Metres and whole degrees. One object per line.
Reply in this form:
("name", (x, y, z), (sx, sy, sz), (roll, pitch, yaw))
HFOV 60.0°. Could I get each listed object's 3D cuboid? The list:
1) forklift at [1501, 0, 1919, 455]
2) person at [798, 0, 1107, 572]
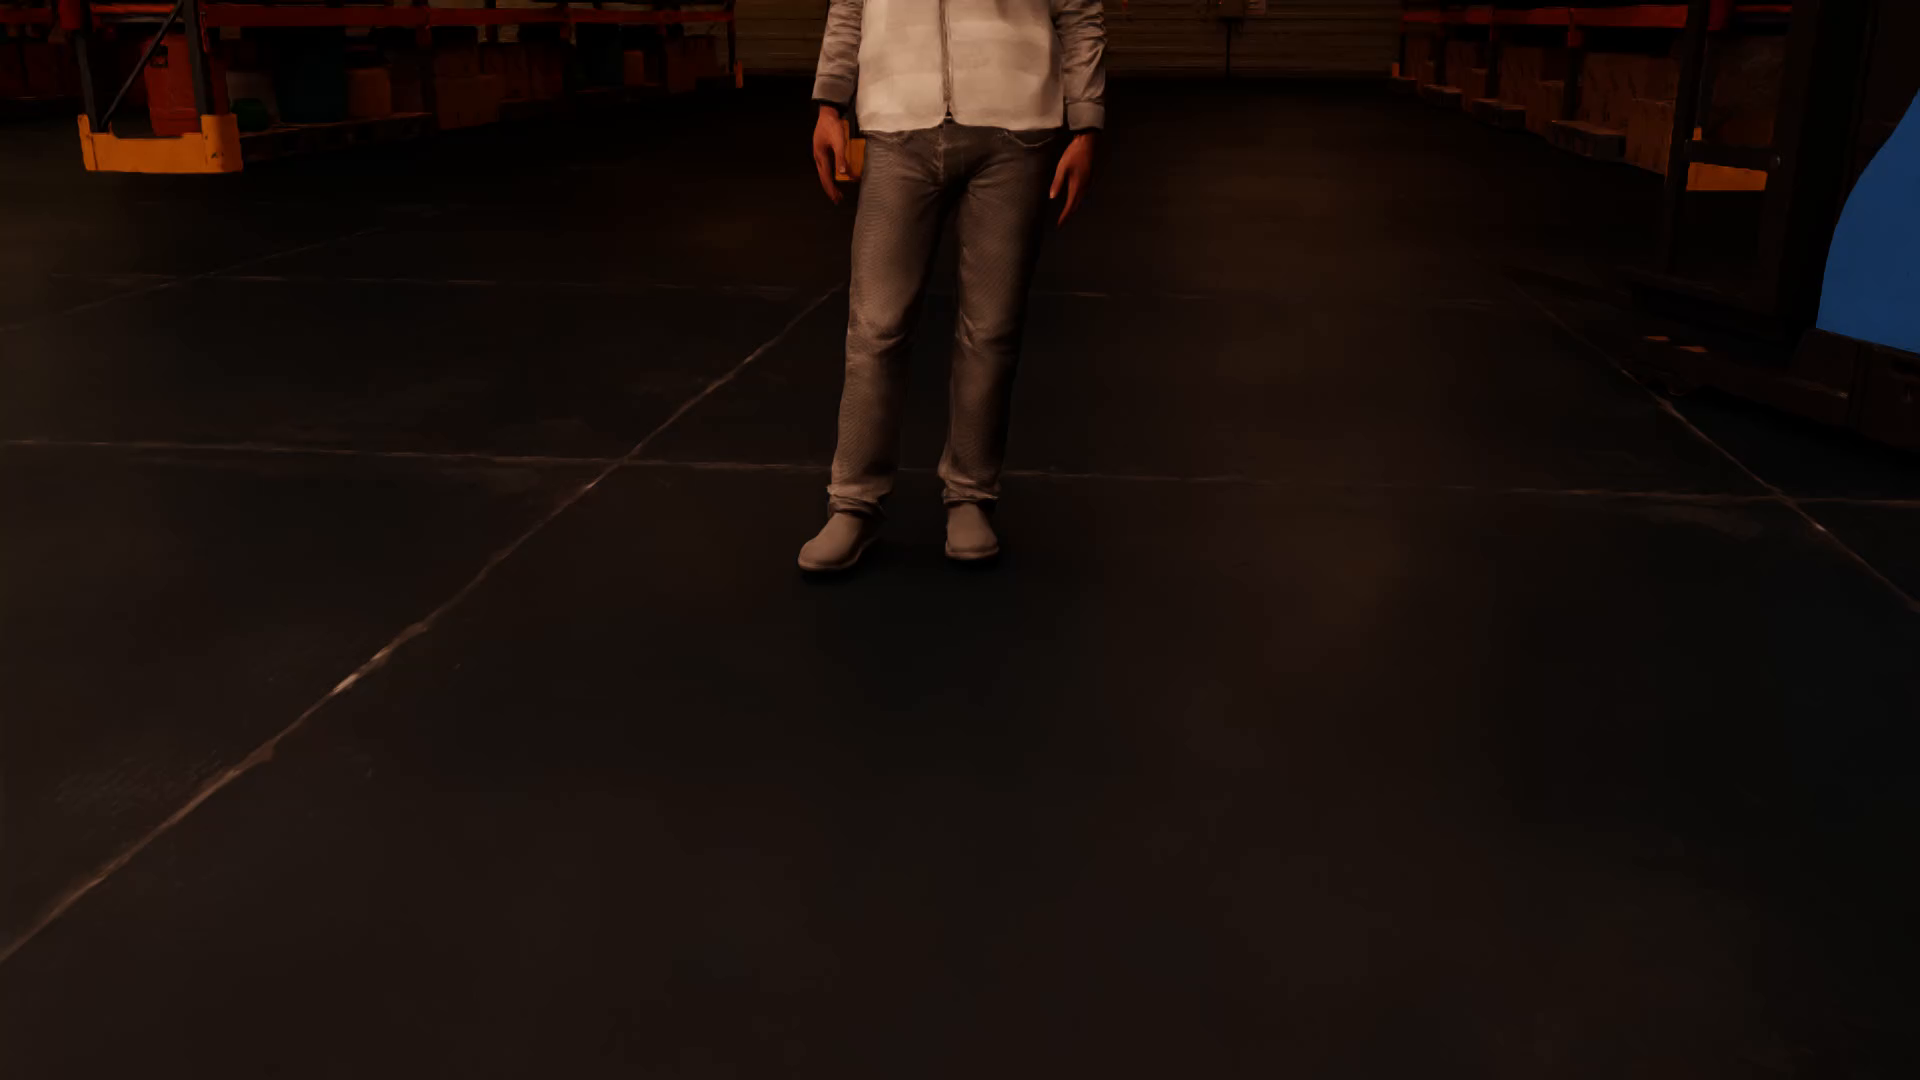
("forklift", (2.803, -1.864, 4.863), (1.130, 2.935, 3.031), (-4, 18, -12))
("person", (-0.016, -0.835, 3.499), (0.632, 1.773, 0.567), (2, 18, 7))
